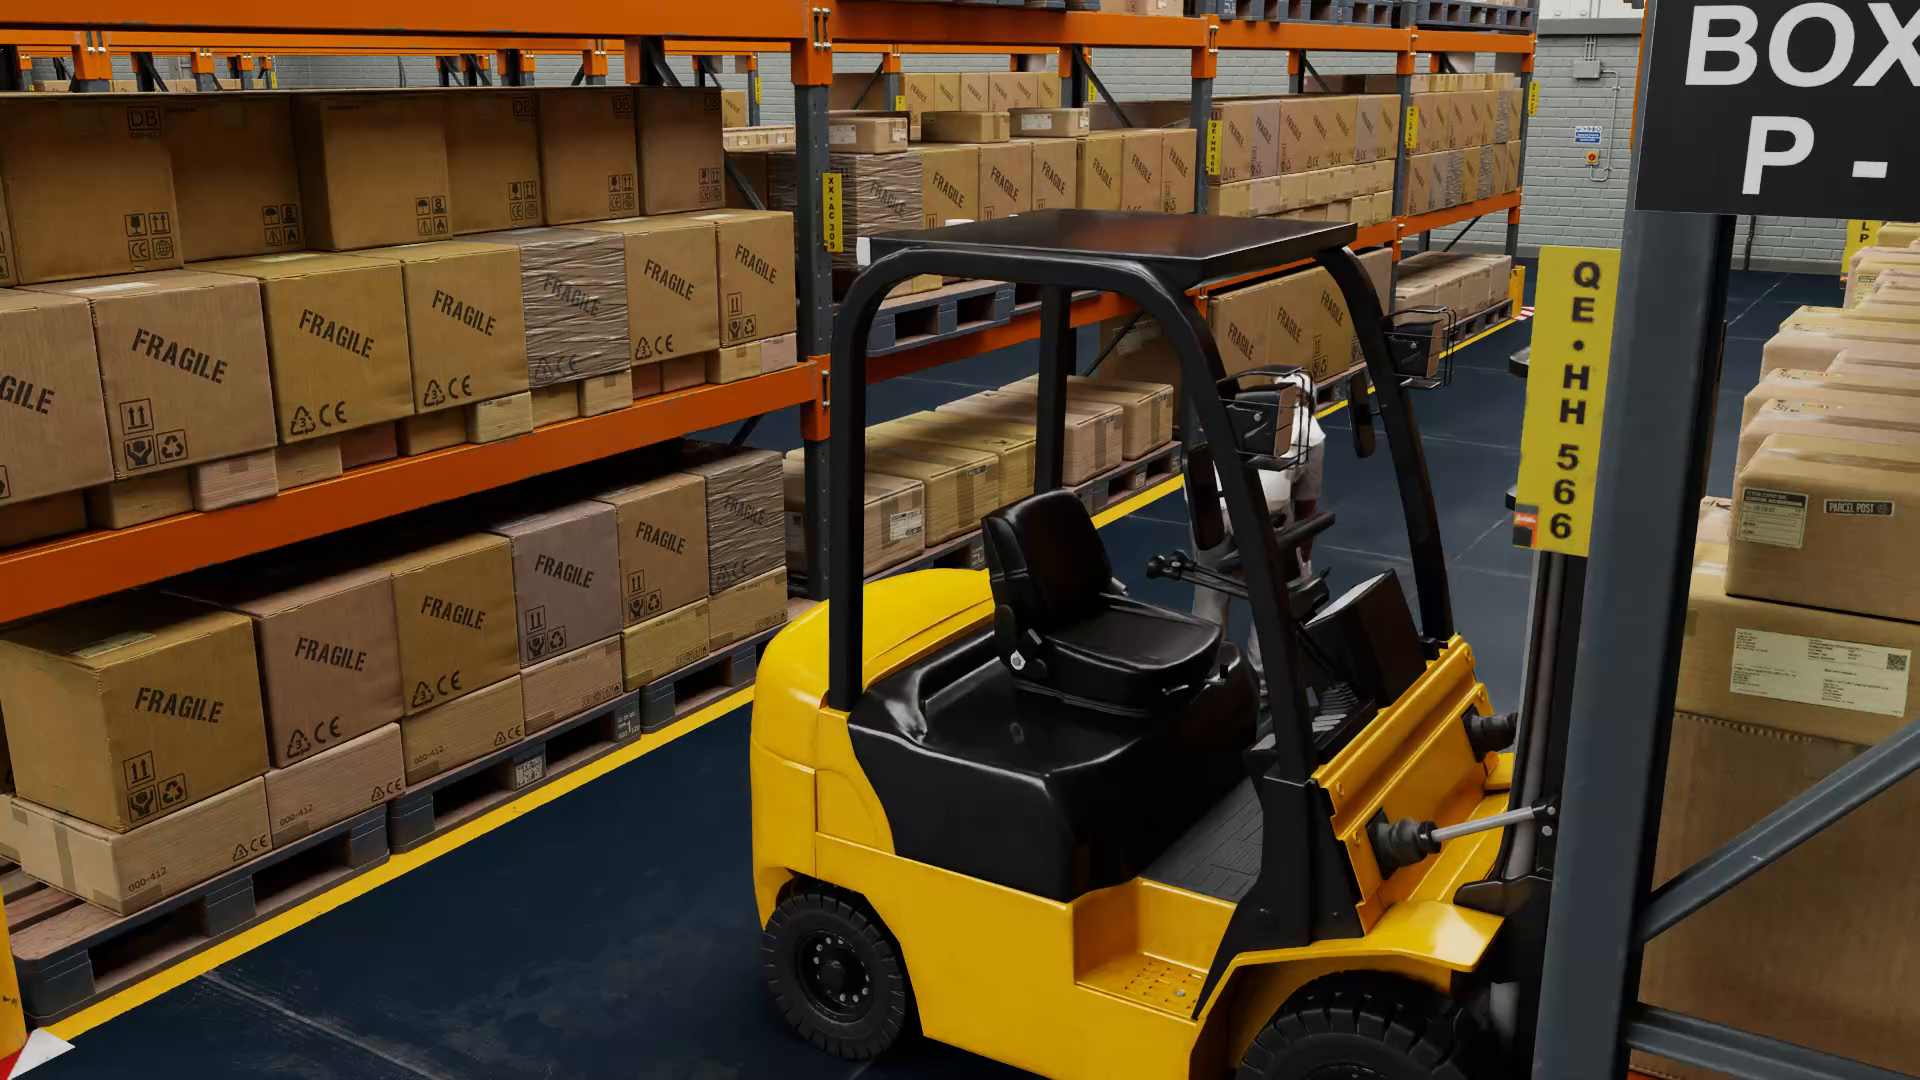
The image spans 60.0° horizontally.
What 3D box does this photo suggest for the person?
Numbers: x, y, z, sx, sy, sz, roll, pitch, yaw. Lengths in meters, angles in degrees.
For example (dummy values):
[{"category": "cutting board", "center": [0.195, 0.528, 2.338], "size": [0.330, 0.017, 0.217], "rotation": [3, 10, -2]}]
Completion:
[{"category": "person", "center": [1.253, -0.019, 6.968], "size": [0.490, 1.280, 0.953], "rotation": [9, 18, 29]}]
